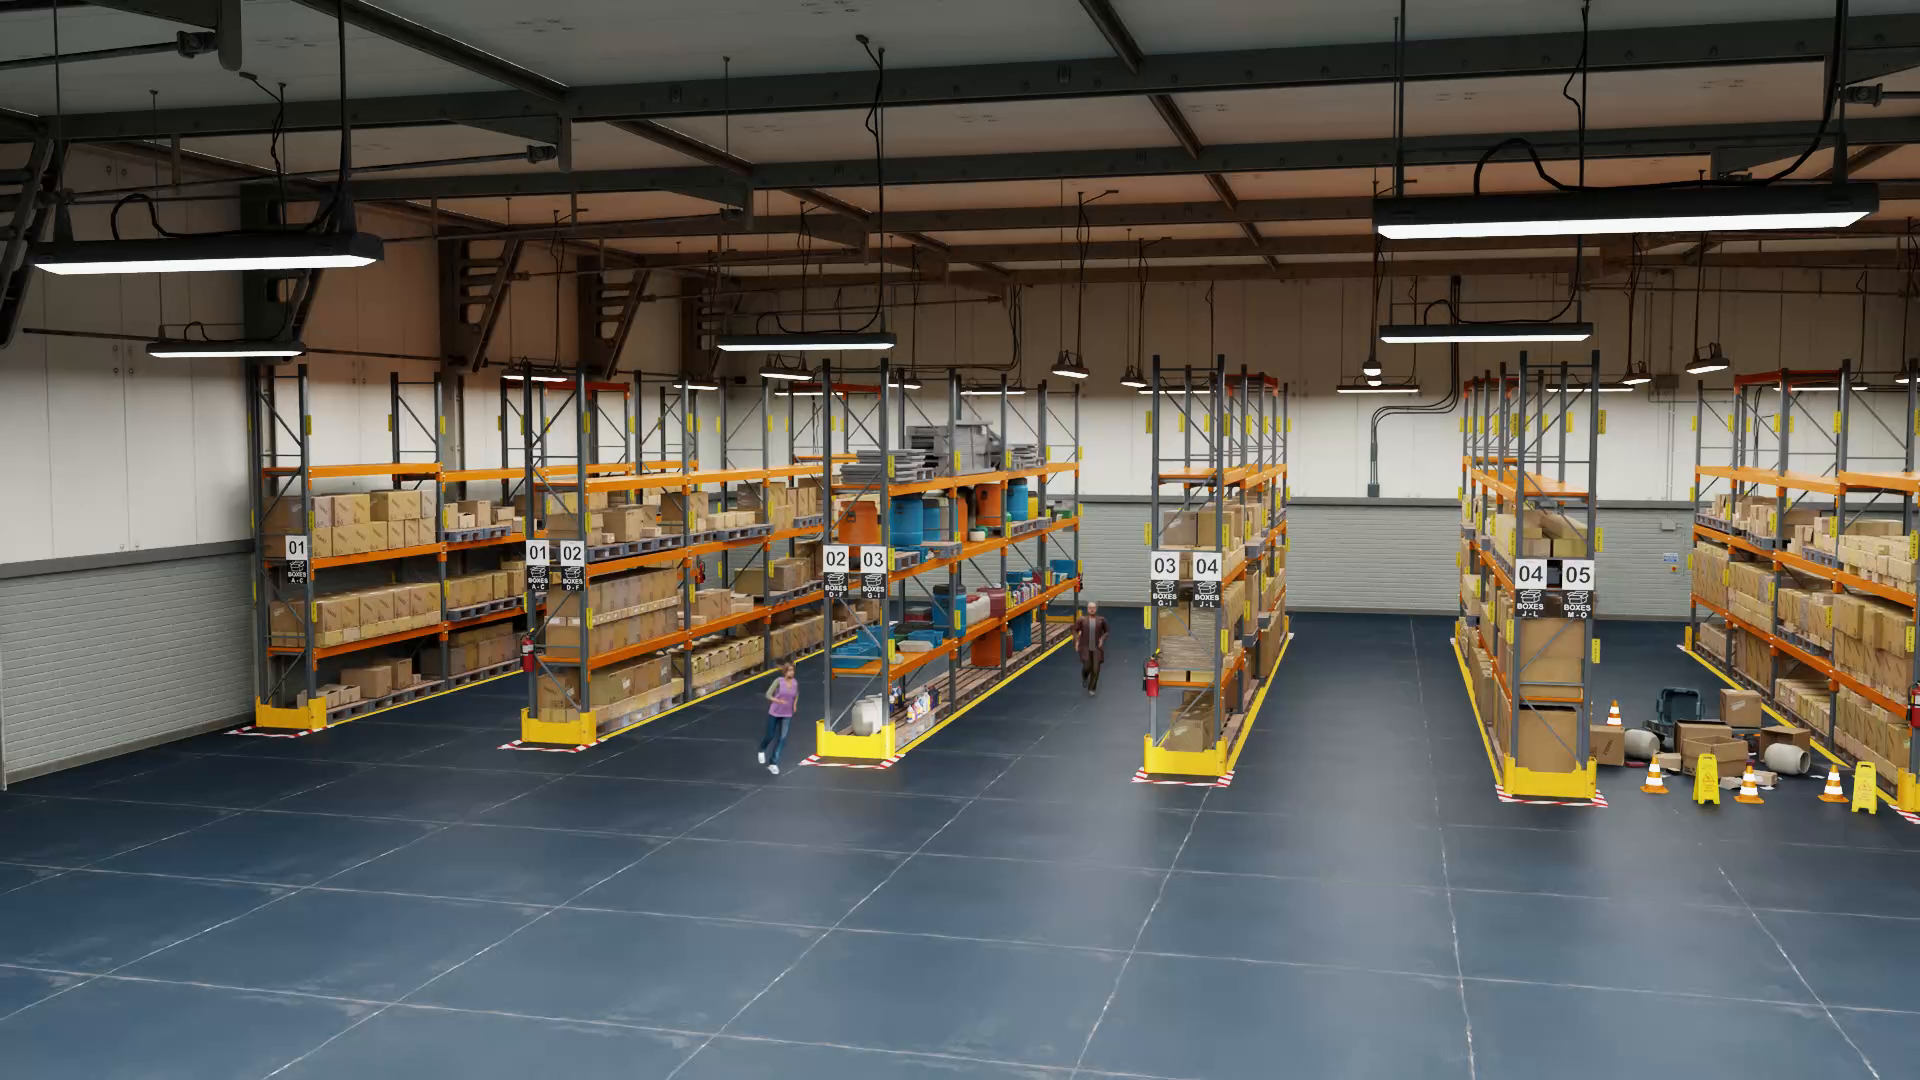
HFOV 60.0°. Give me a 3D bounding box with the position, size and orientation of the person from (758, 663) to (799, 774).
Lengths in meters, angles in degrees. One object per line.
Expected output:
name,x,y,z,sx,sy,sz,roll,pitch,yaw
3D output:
person,-2.582,2.560,24.178,0.570,1.545,0.849,-2,4,-23

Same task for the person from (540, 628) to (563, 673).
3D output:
person,-7.220,2.144,29.727,0.584,1.710,0.718,1,4,16

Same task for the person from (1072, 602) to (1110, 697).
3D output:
person,2.435,2.019,30.805,0.710,1.732,0.637,0,4,0
